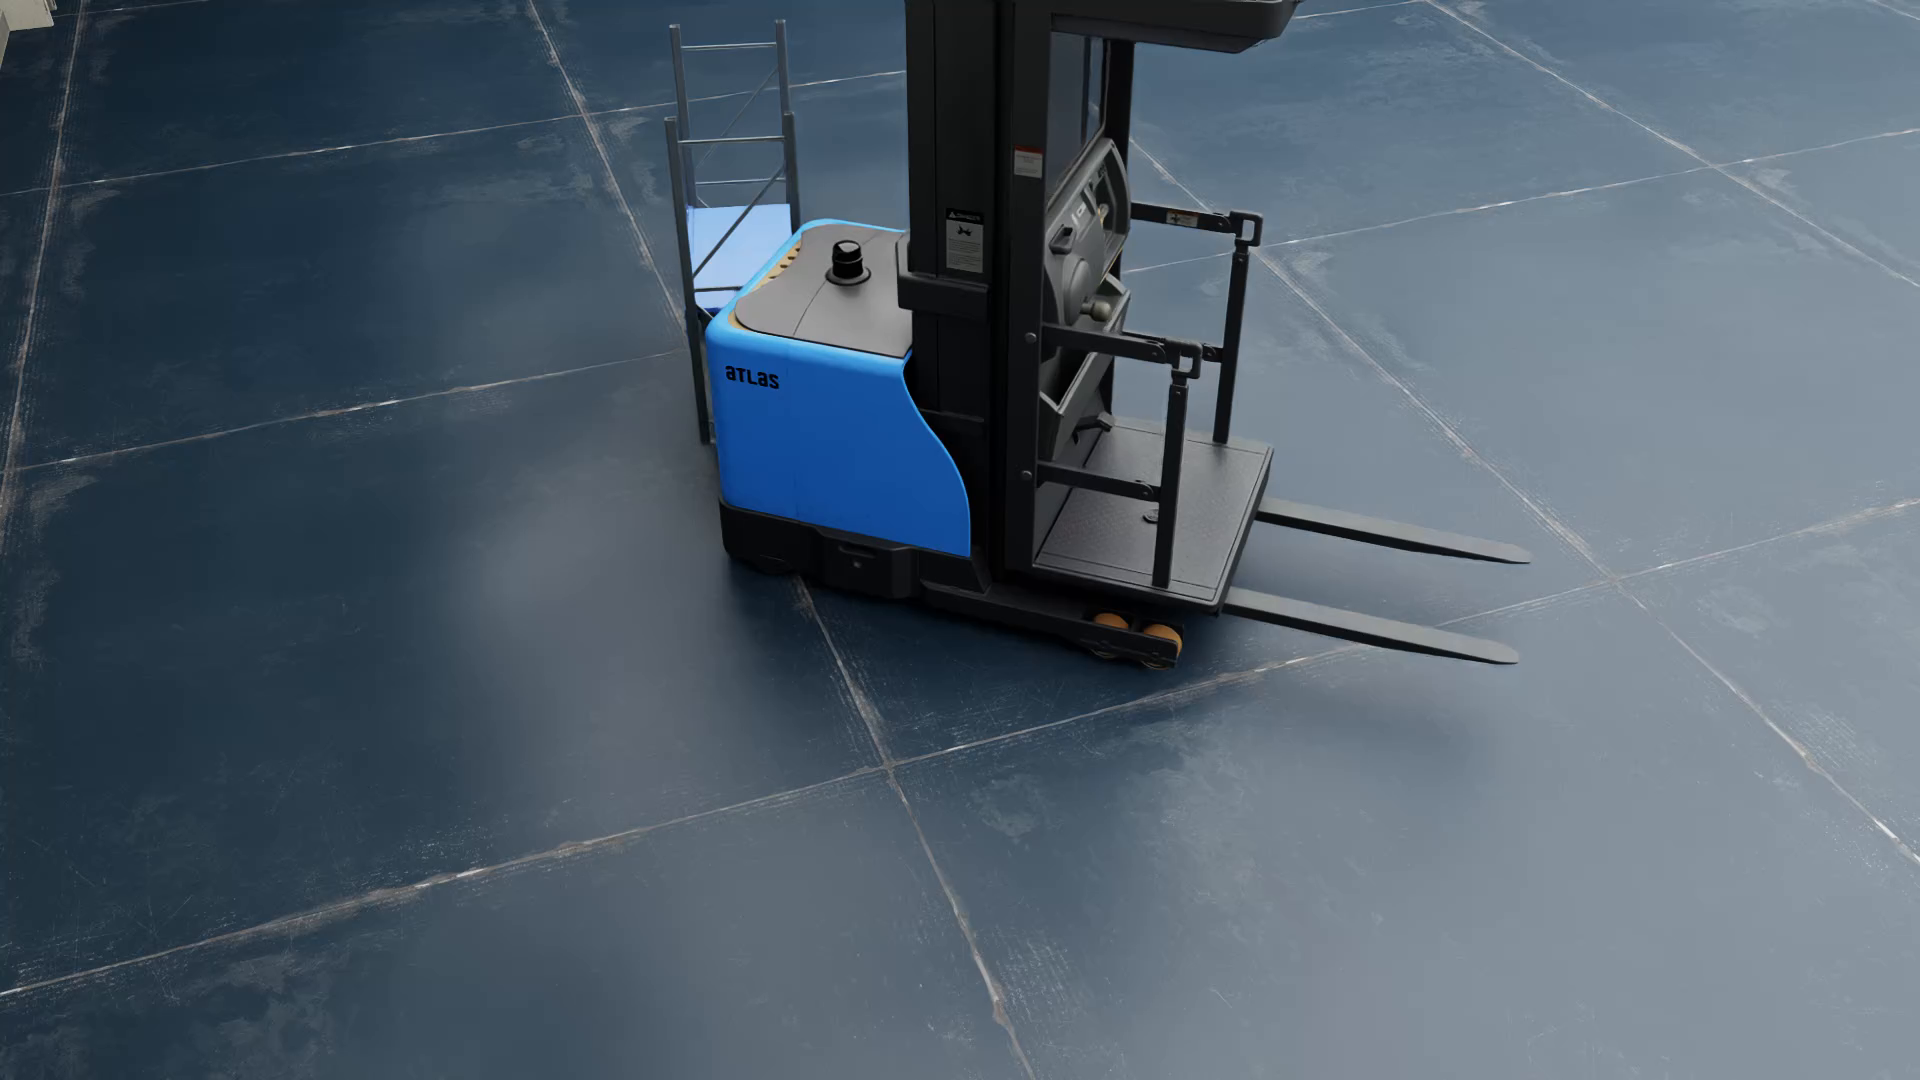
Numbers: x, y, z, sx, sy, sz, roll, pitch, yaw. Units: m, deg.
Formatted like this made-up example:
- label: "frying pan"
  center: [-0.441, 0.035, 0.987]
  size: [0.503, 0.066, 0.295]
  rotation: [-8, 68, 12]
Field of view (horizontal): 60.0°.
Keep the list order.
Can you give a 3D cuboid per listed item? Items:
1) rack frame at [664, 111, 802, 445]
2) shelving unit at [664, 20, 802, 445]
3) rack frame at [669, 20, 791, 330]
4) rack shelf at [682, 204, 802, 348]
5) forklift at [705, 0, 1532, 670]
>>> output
- label: "rack frame"
  center: [-0.892, -1.044, 6.889]
  size: [0.500, 1.500, 0.032]
  rotation: [-4, 37, -5]
- label: "shelving unit"
  center: [-0.952, -1.347, 7.292]
  size: [0.538, 1.500, 1.048]
  rotation: [-4, 37, -5]
- label: "rack frame"
  center: [-1.013, -1.651, 7.695]
  size: [0.500, 1.500, 0.032]
  rotation: [-4, 37, -5]
- label: "rack shelf"
  center: [-0.952, -1.204, 7.400]
  size: [0.538, 0.185, 1.000]
  rotation: [-4, 37, -5]
- label: "forklift"
  center: [0.632, -1.056, 5.715]
  size: [3.031, 2.935, 1.130]
  rotation: [12, 39, 15]
